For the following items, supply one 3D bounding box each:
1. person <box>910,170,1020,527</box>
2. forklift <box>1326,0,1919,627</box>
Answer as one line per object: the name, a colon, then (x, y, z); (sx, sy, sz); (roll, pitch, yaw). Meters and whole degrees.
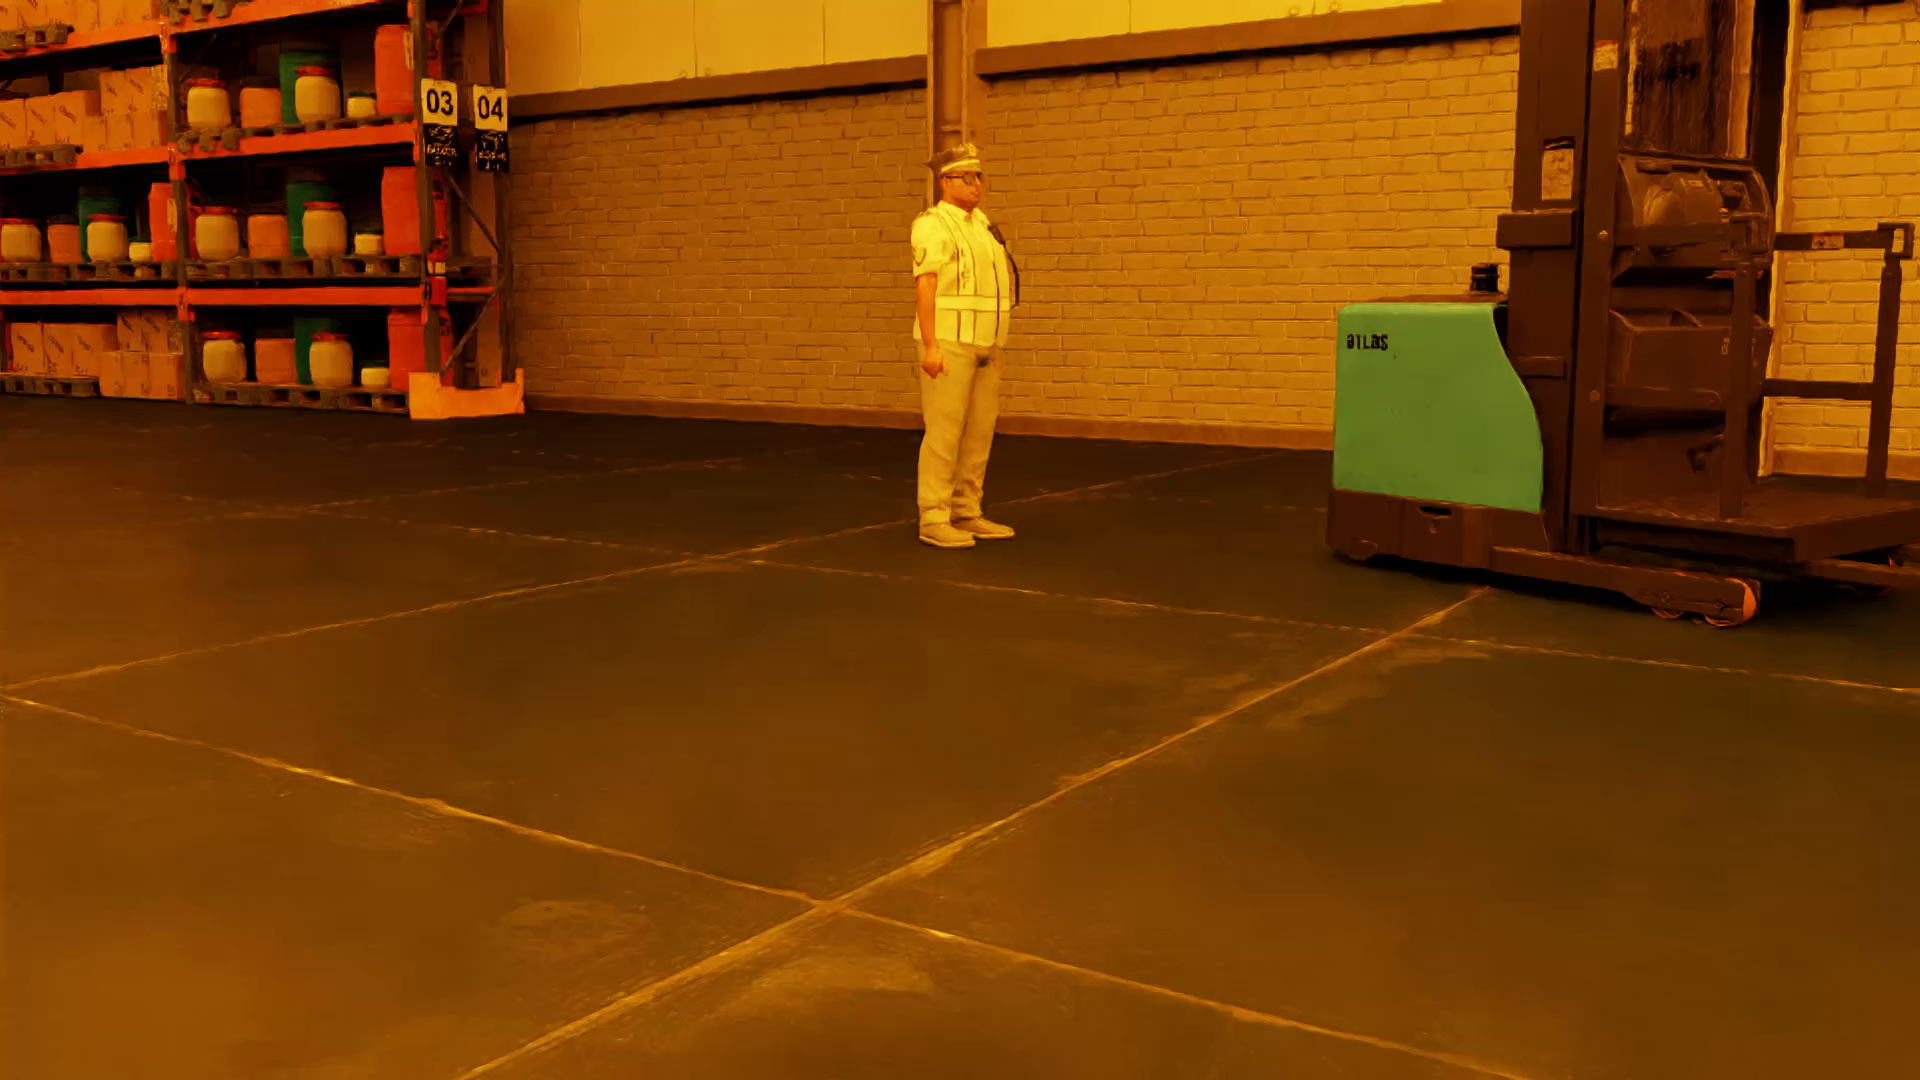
person: (27898.764, -5843.656, 41095.226); (24.966, 2.667, 100014.159); (5, 10, 34)
forklift: (2.810, -1.237, 5.890); (1.130, 2.935, 3.031); (-6, 10, -36)
